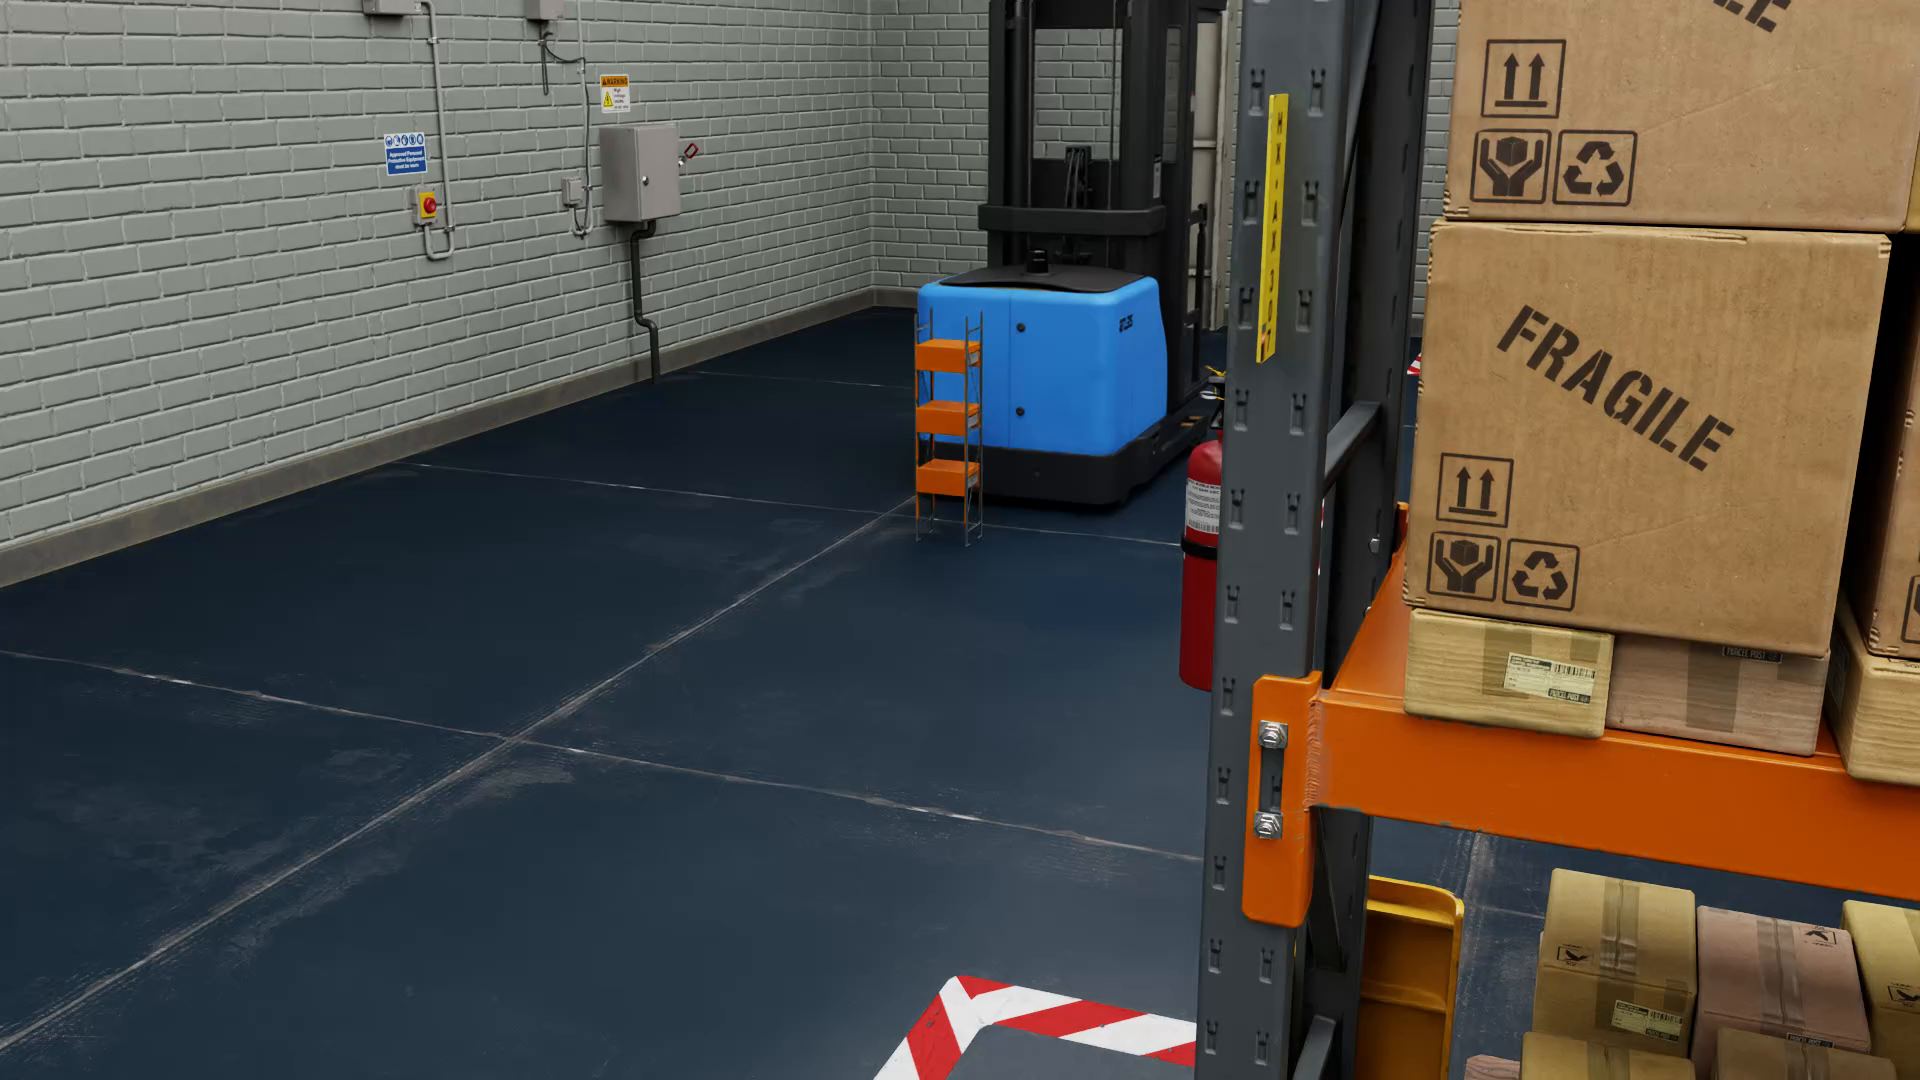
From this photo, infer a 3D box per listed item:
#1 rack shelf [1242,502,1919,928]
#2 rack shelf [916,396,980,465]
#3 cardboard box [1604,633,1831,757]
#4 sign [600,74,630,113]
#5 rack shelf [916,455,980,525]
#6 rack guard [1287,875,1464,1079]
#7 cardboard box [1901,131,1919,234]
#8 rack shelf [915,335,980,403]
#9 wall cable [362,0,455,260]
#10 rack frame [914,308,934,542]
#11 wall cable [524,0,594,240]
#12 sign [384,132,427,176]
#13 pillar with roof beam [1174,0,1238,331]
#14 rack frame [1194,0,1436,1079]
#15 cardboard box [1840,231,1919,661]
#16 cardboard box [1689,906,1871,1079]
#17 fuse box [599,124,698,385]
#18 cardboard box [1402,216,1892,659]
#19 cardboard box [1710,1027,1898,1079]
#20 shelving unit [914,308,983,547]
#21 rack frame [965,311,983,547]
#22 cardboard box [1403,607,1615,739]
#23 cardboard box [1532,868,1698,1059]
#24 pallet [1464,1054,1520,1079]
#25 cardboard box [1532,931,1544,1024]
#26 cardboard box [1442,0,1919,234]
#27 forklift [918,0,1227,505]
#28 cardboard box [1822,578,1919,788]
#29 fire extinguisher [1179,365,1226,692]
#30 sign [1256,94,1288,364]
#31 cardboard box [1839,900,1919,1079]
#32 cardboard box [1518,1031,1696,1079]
[{"bbox_3d":[2.451,0.436,2.082,4.000,0.370,1.077,6,17,21],"label":"rack shelf"},{"bbox_3d":[-0.050,-0.499,7.549,0.240,0.259,0.215,6,17,21],"label":"rack shelf"},{"bbox_3d":[1.024,0.140,2.262,0.250,0.149,0.380,7,18,23],"label":"cardboard box"},{"bbox_3d":[-2.248,-2.912,10.844,0.001,0.242,0.339,6,17,21],"label":"sign"},{"bbox_3d":[-0.050,-0.233,7.627,0.240,0.259,0.215,6,17,21],"label":"rack shelf"},{"bbox_3d":[0.661,1.094,3.008,0.348,0.500,1.175,6,17,21],"label":"rack guard"},{"bbox_3d":[1.383,-0.620,1.924,0.500,0.500,0.500,7,18,22],"label":"cardboard box"},{"bbox_3d":[-0.050,-0.772,7.470,0.240,0.259,0.215,6,17,21],"label":"rack shelf"},{"bbox_3d":[-2.941,-2.482,8.964,0.123,1.953,0.585,6,17,21],"label":"wall cable"},{"bbox_3d":[-0.163,-0.522,7.589,0.008,1.050,0.200,6,17,21],"label":"rack frame"},{"bbox_3d":[-2.432,-2.836,10.240,0.122,1.984,0.588,6,17,21],"label":"wall cable"},{"bbox_3d":[-3.016,-2.103,9.051,0.001,0.218,0.327,6,17,21],"label":"sign"},{"bbox_3d":[0.374,-4.970,8.653,0.400,9.000,9.100,6,17,21],"label":"pillar with roof beam"},{"bbox_3d":[0.589,-0.113,2.683,0.053,2.616,0.949,6,17,21],"label":"rack frame"},{"bbox_3d":[1.414,-0.139,2.060,0.500,0.500,0.500,6,17,21],"label":"cardboard box"},{"bbox_3d":[1.389,0.797,2.842,0.250,0.149,0.380,7,17,22],"label":"cardboard box"},{"bbox_3d":[-2.035,-1.890,11.115,0.414,1.711,0.539,6,17,21],"label":"fuse box"},{"bbox_3d":[0.907,-0.187,2.226,0.500,0.500,0.500,7,18,23],"label":"cardboard box"},{"bbox_3d":[1.254,0.906,2.465,0.250,0.149,0.380,7,17,22],"label":"cardboard box"},{"bbox_3d":[-0.050,-0.510,7.546,0.252,1.050,0.215,6,17,21],"label":"shelving unit"},{"bbox_3d":[0.064,-0.497,7.503,0.008,1.050,0.200,6,17,21],"label":"rack frame"},{"bbox_3d":[0.772,0.125,2.314,0.250,0.149,0.380,6,17,20],"label":"cardboard box"},{"bbox_3d":[1.176,0.756,2.982,0.250,0.149,0.380,6,17,21],"label":"cardboard box"},{"bbox_3d":[1.404,1.325,2.731,1.213,0.211,1.003,6,17,21],"label":"pallet"},{"bbox_3d":[1.186,0.890,3.053,0.250,0.149,0.380,6,17,19],"label":"cardboard box"},{"bbox_3d":[0.911,-0.670,2.096,0.500,0.500,0.500,6,17,20],"label":"cardboard box"},{"bbox_3d":[0.790,-1.946,9.118,1.130,2.935,3.031,6,17,21],"label":"forklift"},{"bbox_3d":[1.254,0.181,2.119,0.250,0.149,0.380,6,17,19],"label":"cardboard box"},{"bbox_3d":[0.526,-0.043,3.250,0.183,0.674,0.296,6,17,21],"label":"fire extinguisher"},{"bbox_3d":[0.392,-0.389,2.081,0.005,0.325,0.100,6,17,21],"label":"sign"},{"bbox_3d":[1.676,0.790,2.865,0.250,0.149,0.380,6,17,19],"label":"cardboard box"},{"bbox_3d":[0.953,0.909,2.454,0.250,0.149,0.380,5,17,18],"label":"cardboard box"}]
